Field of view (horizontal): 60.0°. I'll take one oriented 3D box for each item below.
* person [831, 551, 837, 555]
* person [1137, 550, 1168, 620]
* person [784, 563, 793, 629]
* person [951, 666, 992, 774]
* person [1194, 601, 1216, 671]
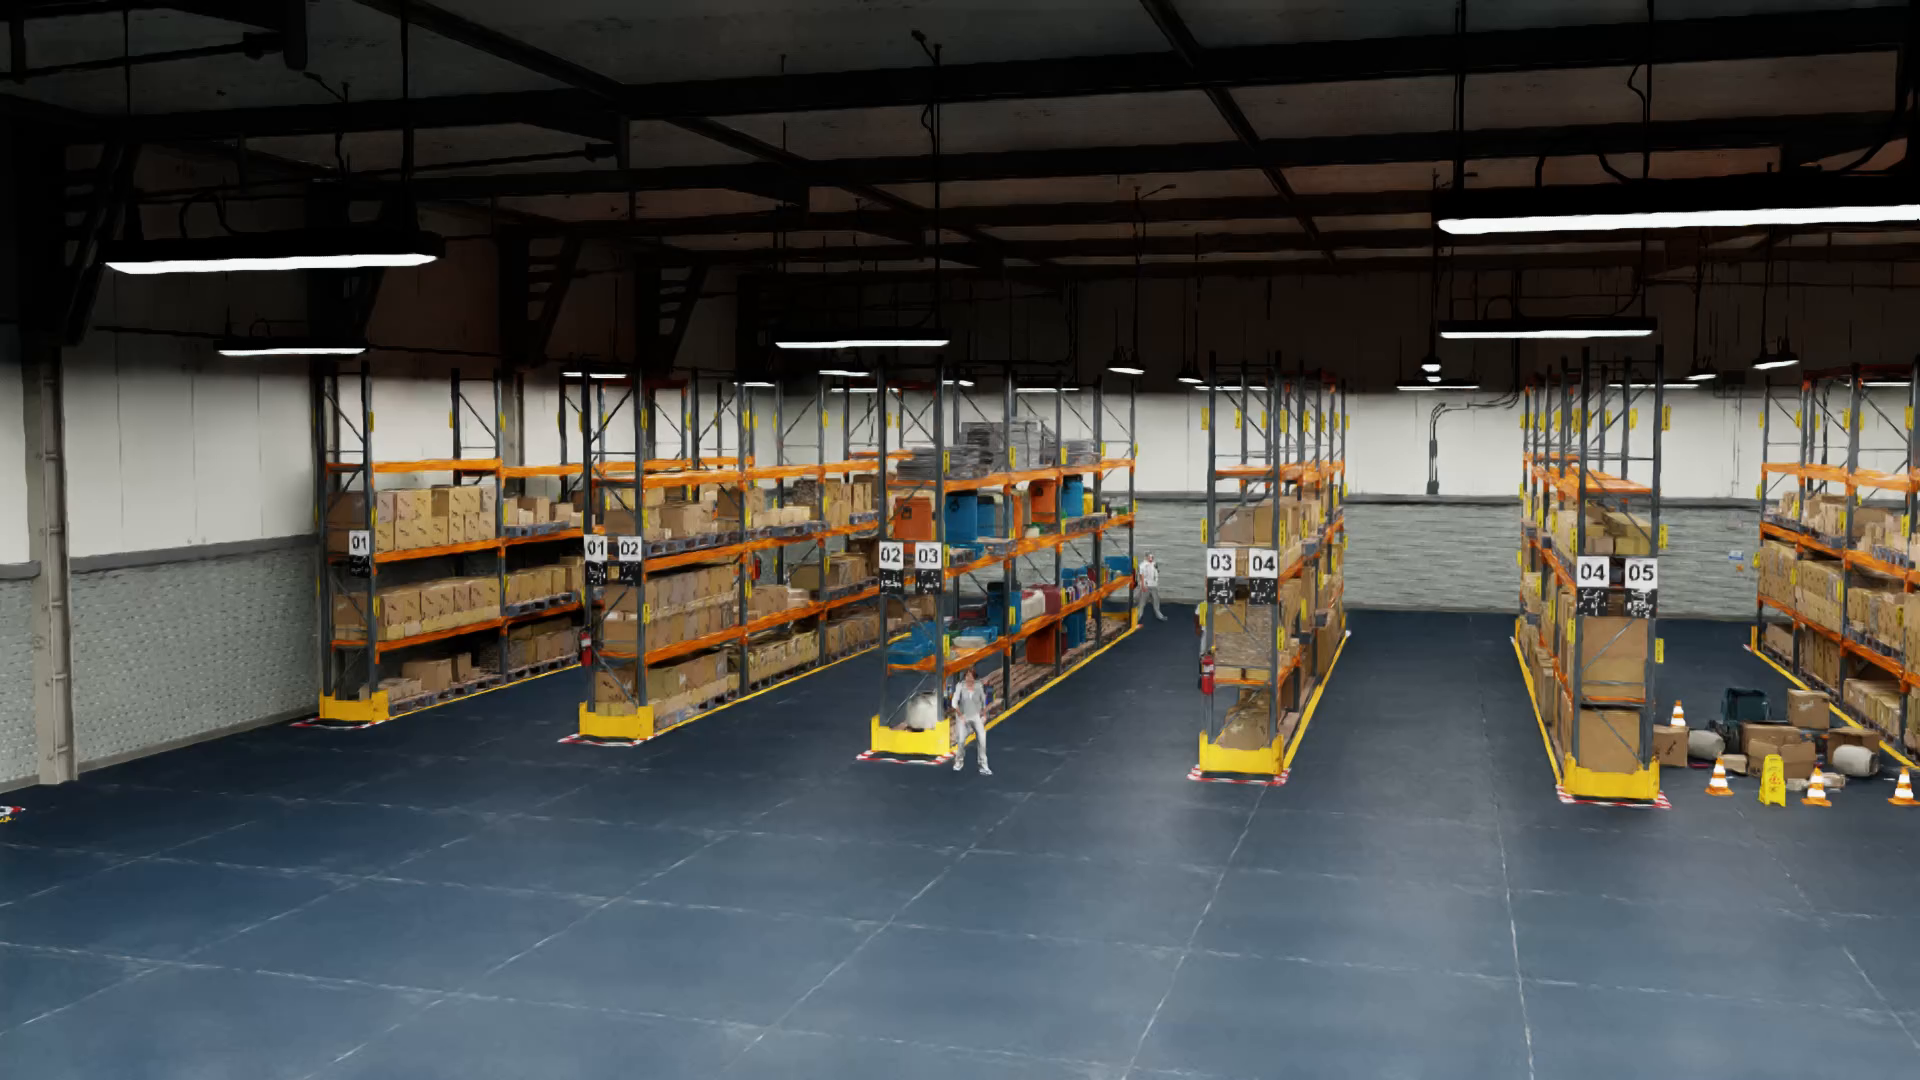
[{"bbox_3d":[-3.295,1.074,43.638,0.448,1.590,1.099,1,4,19],"label":"person"},{"bbox_3d":[4.789,1.129,41.805,0.772,1.755,0.583,-3,5,-37],"label":"person"},{"bbox_3d":[-4.051,1.329,40.033,0.495,1.589,1.086,1,4,18],"label":"person"},{"bbox_3d":[0.145,2.538,23.639,0.563,1.536,0.738,0,4,-5],"label":"person"},{"bbox_3d":[4.991,1.800,32.967,0.719,1.714,0.578,1,4,14],"label":"person"}]
